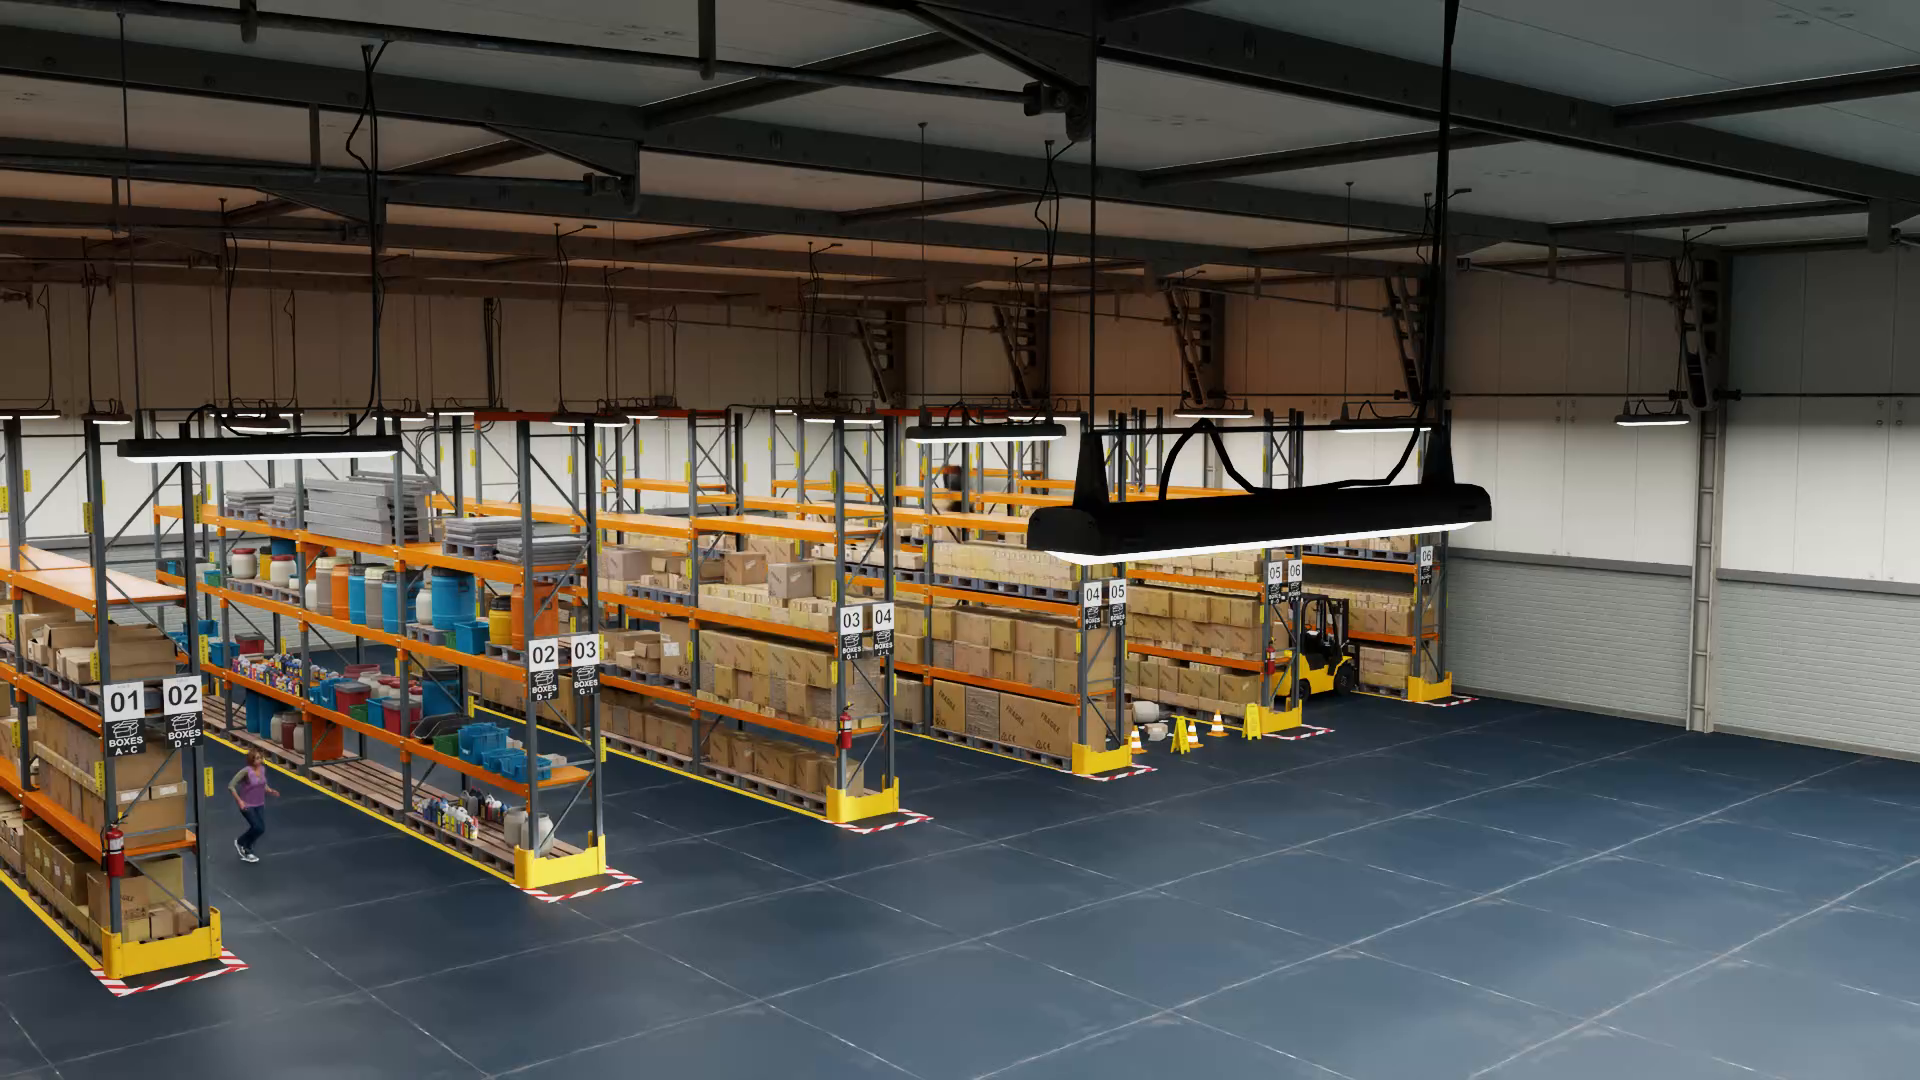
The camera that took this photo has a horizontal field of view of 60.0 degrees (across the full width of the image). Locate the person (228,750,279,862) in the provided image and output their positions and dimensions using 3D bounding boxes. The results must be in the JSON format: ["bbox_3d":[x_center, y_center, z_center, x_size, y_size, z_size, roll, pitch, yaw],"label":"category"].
[{"bbox_3d":[-9.529,3.593,22.411,0.612,1.543,0.549,2,6,24],"label":"person"}]
